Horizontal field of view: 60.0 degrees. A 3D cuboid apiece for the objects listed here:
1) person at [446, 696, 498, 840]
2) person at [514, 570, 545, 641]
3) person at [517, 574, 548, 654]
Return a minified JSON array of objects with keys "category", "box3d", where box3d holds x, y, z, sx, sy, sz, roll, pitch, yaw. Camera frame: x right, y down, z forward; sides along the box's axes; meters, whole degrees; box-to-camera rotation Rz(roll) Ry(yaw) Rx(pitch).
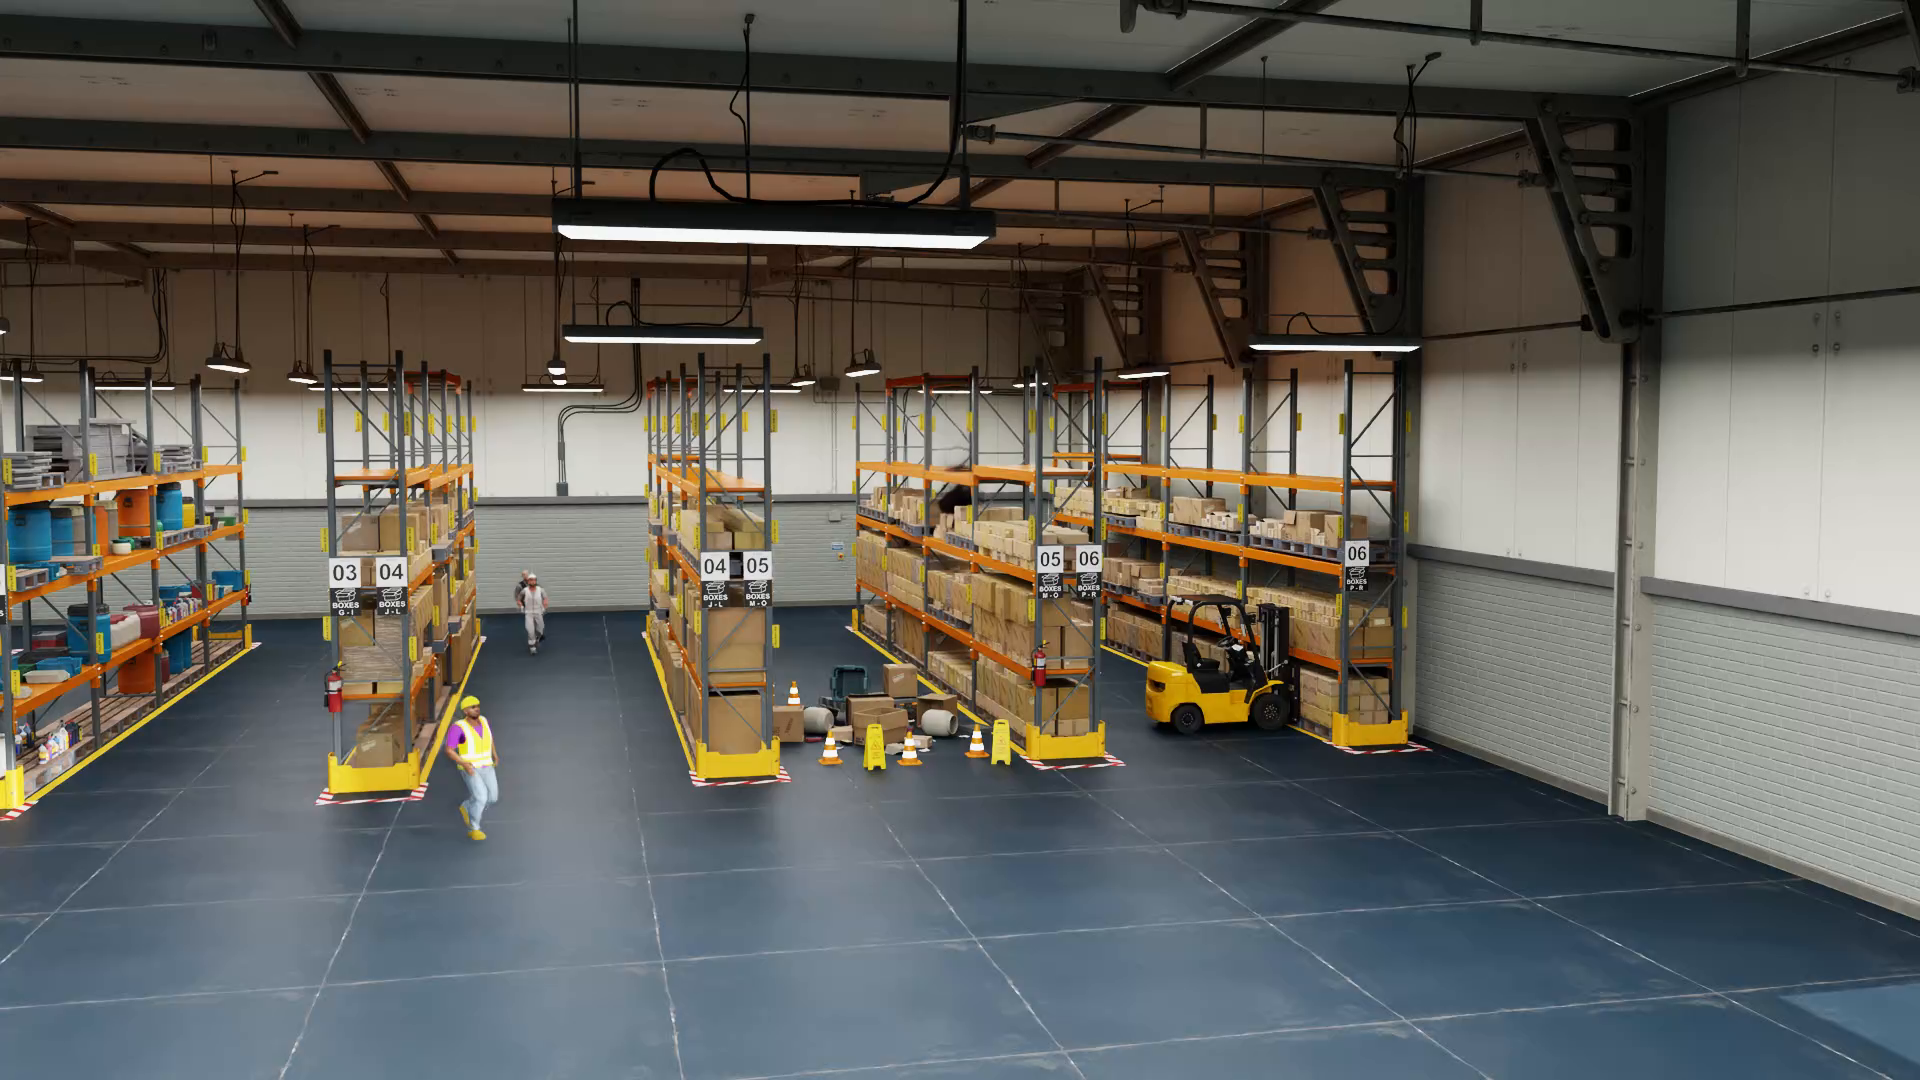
[{"category":"person","box3d":[-5.894,2.744,20.149,0.546,1.729,0.698,3,5,34]},{"category":"person","box3d":[-9.877,1.516,38.191,0.694,1.656,0.554,-2,5,-28]},{"category":"person","box3d":[-9.308,1.614,36.231,0.654,1.735,0.622,-1,4,-19]}]
